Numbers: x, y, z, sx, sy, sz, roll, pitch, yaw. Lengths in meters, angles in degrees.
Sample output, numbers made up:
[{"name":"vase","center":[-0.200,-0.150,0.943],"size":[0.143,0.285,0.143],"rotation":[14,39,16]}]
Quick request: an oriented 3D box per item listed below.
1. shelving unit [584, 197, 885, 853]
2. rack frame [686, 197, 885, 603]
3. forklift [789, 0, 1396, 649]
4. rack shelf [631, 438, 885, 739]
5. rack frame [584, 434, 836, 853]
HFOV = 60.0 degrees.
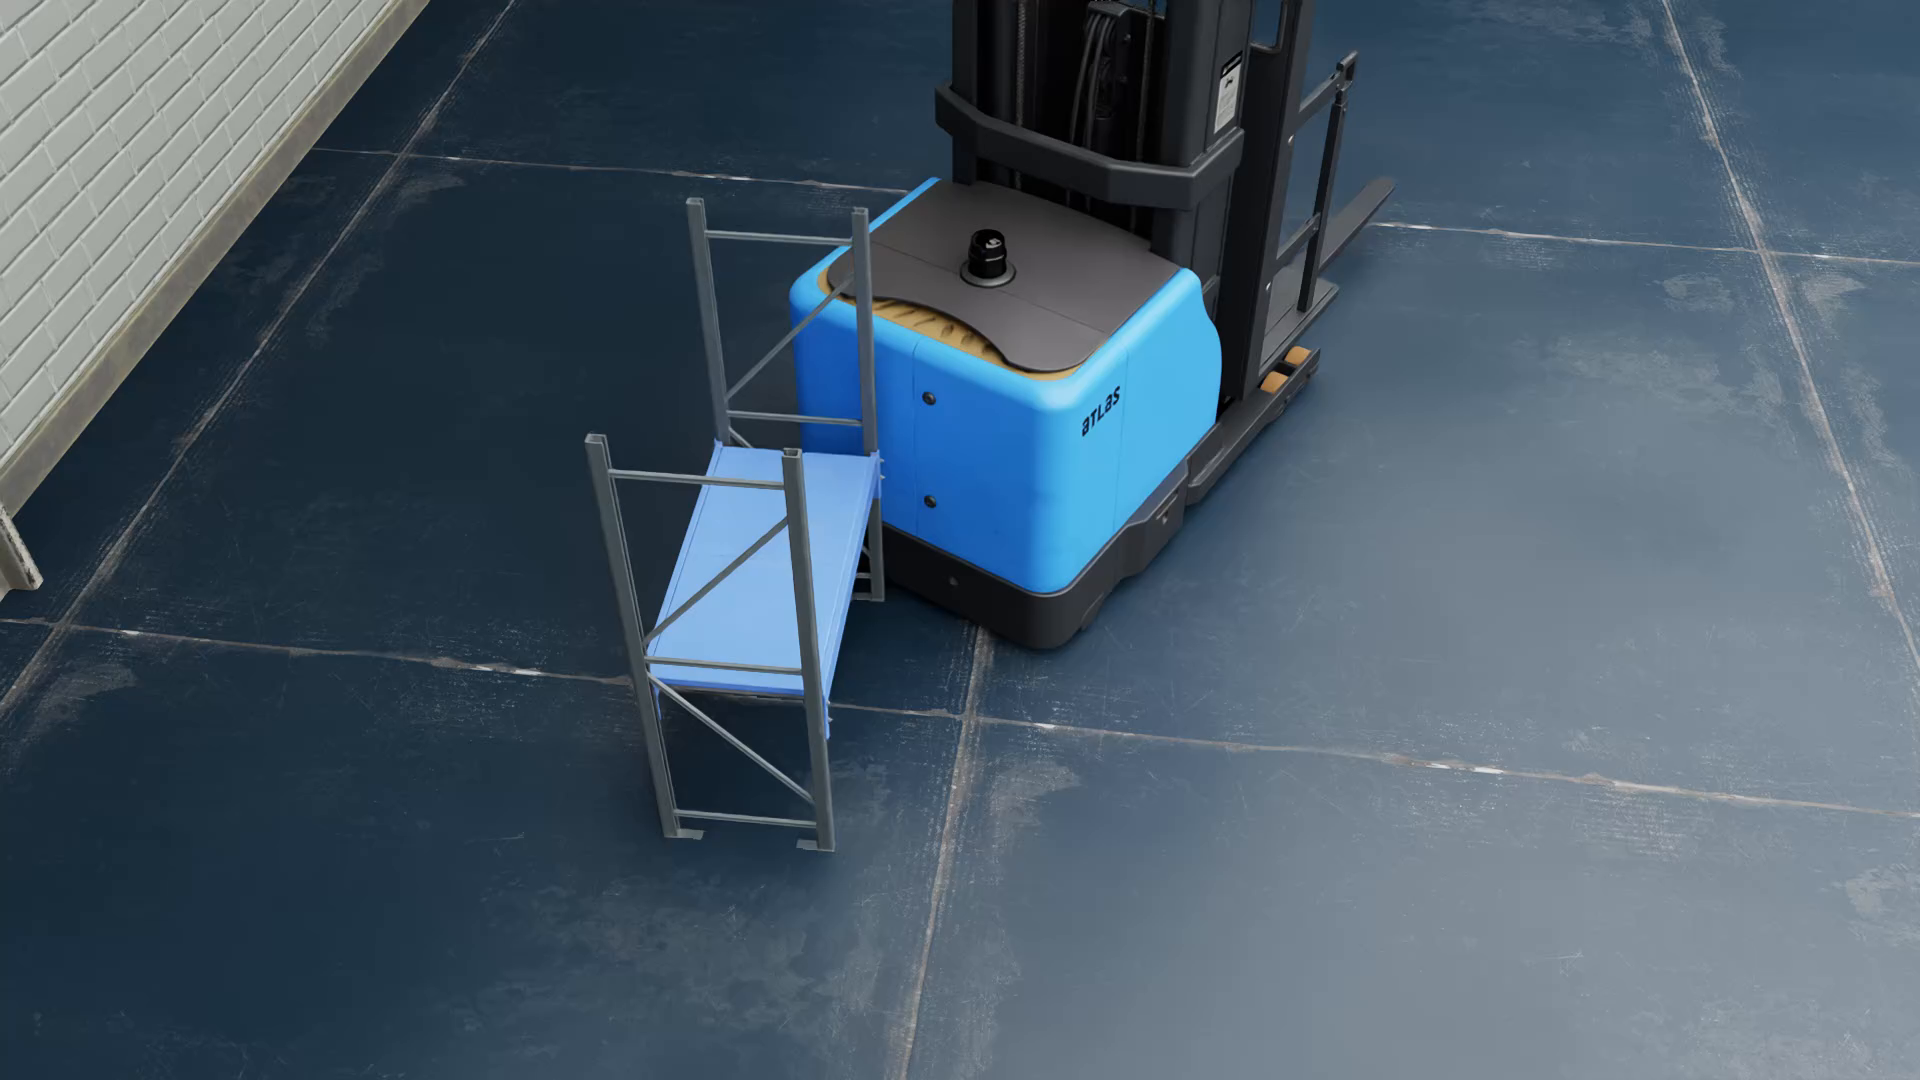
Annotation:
[{"name":"shelving unit","center":[-0.555,-0.018,4.679],"size":[0.538,1.500,1.048],"rotation":[4,44,5]},{"name":"rack frame","center":[-0.499,-0.366,5.046],"size":[0.500,1.500,0.032],"rotation":[4,44,5]},{"name":"forklift","center":[0.713,-1.698,5.411],"size":[1.130,2.935,3.031],"rotation":[25,49,24]},{"name":"rack shelf","center":[-0.555,0.112,4.802],"size":[0.538,0.185,1.000],"rotation":[4,44,5]},{"name":"rack frame","center":[-0.610,0.329,4.312],"size":[0.500,1.500,0.032],"rotation":[4,44,5]}]
